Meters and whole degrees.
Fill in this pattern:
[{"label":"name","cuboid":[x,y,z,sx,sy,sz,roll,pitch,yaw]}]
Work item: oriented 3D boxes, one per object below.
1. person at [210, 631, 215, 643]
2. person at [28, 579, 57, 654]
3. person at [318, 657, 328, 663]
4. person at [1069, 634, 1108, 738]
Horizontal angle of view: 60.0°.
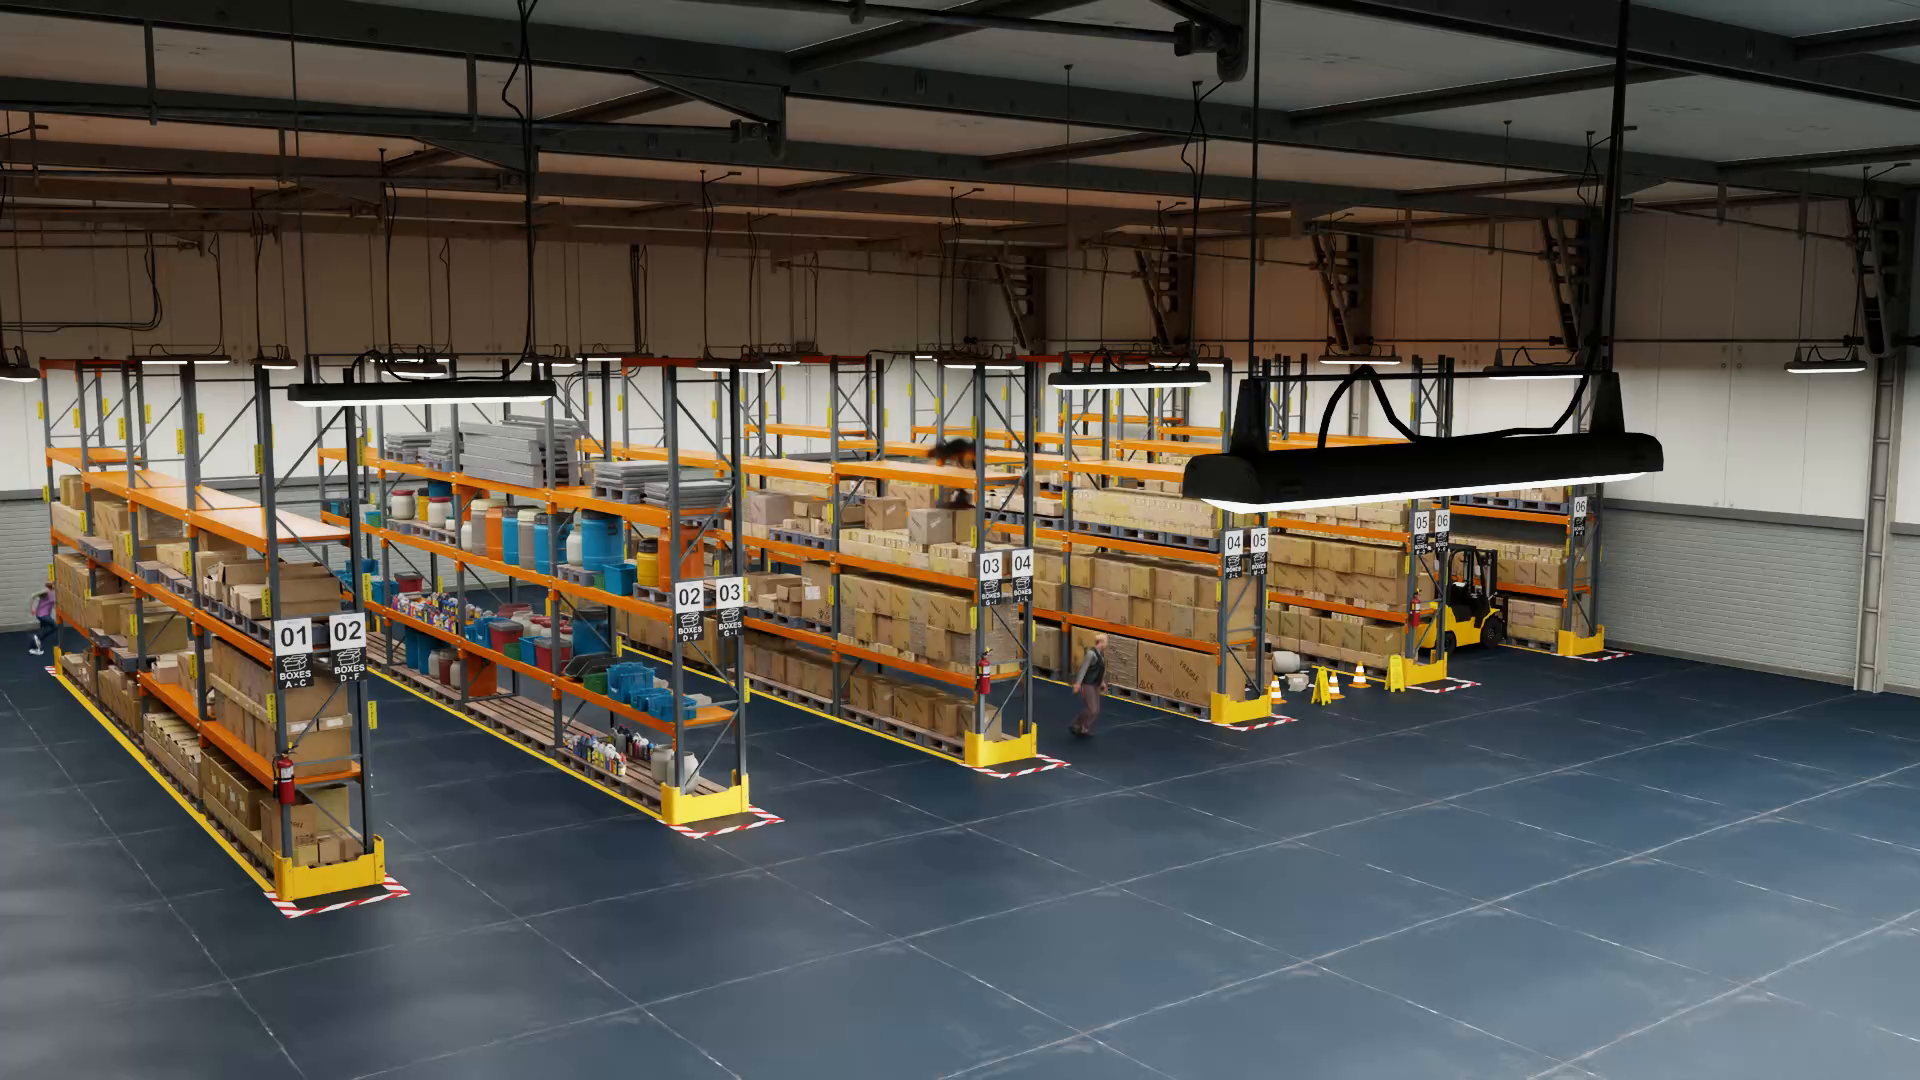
[{"label":"person","cuboid":[-13.448,1.811,30.638,0.706,1.714,0.665,5,9,36]},{"label":"person","cuboid":[-18.483,1.539,33.641,0.736,1.524,0.521,-2,7,-13]},{"label":"person","cuboid":[-10.312,2.275,26.585,0.660,1.810,0.831,-6,9,-41]},{"label":"person","cuboid":[2.042,2.328,26.477,0.562,1.676,0.685,3,7,21]}]
